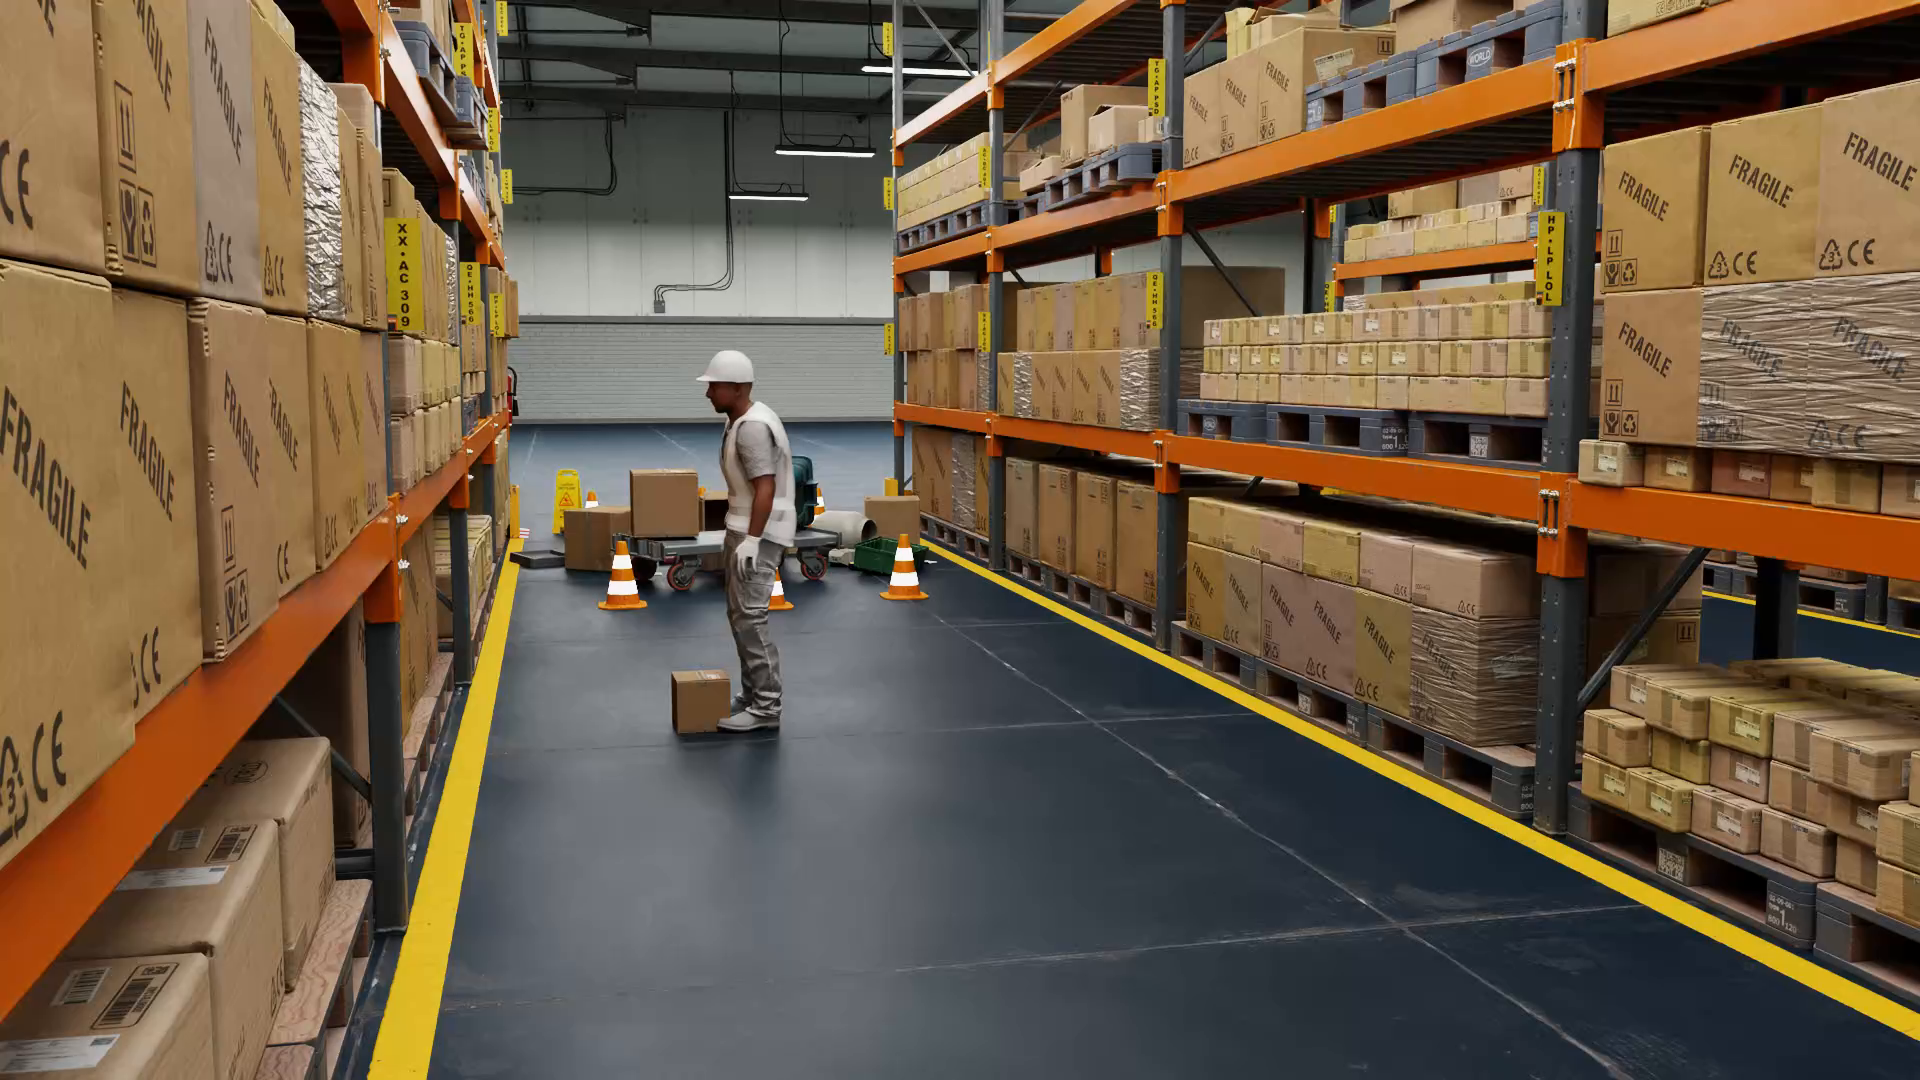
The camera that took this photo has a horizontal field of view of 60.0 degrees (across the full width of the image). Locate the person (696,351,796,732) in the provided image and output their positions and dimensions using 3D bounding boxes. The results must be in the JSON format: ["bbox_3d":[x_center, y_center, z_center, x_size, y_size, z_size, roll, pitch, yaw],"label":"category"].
[{"bbox_3d":[-1.010,-0.001,7.857,0.452,1.774,0.618,-2,6,-14],"label":"person"}]
